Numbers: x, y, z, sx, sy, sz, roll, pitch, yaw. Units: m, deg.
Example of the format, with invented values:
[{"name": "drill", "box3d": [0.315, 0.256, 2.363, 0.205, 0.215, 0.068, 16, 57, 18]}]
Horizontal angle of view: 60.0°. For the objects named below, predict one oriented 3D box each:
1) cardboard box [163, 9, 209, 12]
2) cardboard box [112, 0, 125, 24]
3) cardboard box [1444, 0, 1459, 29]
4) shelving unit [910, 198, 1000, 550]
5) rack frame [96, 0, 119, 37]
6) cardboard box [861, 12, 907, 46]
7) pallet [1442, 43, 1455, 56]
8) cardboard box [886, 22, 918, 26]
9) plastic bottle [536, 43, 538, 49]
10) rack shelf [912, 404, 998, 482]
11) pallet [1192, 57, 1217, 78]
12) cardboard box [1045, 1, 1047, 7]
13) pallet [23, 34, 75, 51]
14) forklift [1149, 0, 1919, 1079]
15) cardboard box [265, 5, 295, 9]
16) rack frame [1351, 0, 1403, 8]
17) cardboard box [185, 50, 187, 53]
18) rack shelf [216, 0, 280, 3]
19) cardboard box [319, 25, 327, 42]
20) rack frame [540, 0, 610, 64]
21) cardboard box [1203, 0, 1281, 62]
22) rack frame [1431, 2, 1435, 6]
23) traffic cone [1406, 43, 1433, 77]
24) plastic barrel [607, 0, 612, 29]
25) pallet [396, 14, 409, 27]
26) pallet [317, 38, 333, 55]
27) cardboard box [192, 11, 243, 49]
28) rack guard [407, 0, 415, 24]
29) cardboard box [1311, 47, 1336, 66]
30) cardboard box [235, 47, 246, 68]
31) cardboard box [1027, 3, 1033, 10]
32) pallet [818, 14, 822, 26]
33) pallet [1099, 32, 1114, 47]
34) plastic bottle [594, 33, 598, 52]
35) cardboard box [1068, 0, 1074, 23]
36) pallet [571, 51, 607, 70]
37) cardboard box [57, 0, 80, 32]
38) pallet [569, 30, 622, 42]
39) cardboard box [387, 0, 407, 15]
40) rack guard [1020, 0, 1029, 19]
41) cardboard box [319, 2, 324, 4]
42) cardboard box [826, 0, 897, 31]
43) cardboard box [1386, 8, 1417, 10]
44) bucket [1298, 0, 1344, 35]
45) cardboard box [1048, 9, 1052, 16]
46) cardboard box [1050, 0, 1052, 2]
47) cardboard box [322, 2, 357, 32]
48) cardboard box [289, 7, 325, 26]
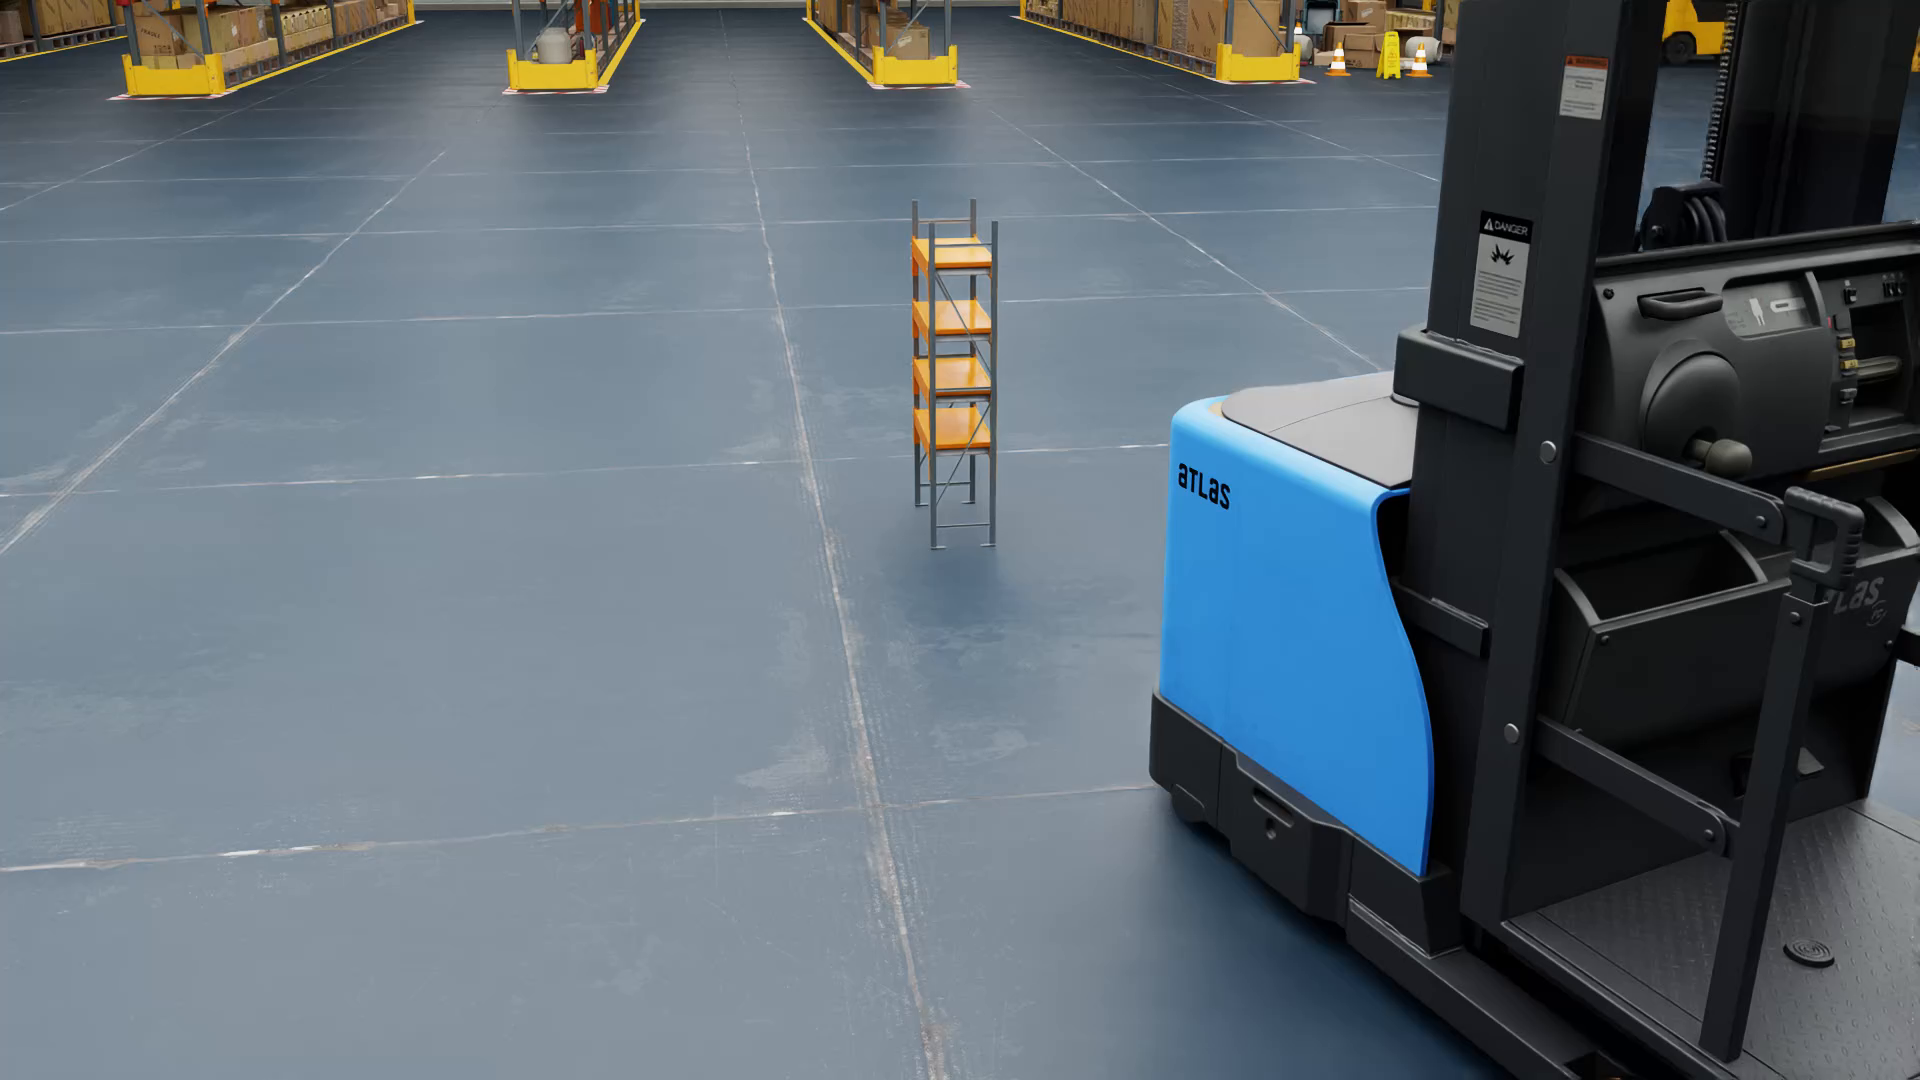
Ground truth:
[{"name": "cardboard box", "box3d": [-11.030, -7.316, 23.774, 0.500, 0.500, 0.500, -3, 21, -8]}, {"name": "cardboard box", "box3d": [-17.066, -10.560, 33.175, 0.700, 0.500, 0.500, -3, 21, -7]}, {"name": "cardboard box", "box3d": [8.423, -8.792, 27.726, 0.500, 0.500, 0.500, -2, 21, -5]}, {"name": "shelving unit", "box3d": [-0.024, -0.619, 6.160, 0.258, 1.200, 0.503, -3, 21, -8]}, {"name": "rack frame", "box3d": [-17.060, -11.270, 32.104, 1.000, 3.000, 0.127, -3, 21, -8]}, {"name": "cardboard box", "box3d": [-1.269, -8.498, 27.627, 0.700, 0.500, 0.500, -5, 21, -12]}, {"name": "pallet", "box3d": [8.737, -8.212, 27.903, 1.003, 0.211, 1.213, -3, 21, -8]}, {"name": "cardboard box", "box3d": [-0.890, -7.531, 25.064, 0.500, 0.500, 0.500, -1, 21, -3]}, {"name": "plastic bottle", "box3d": [-6.234, -7.248, 24.598, 0.152, 0.276, 0.135, -3, 21, -7]}, {"name": "rack shelf", "box3d": [-0.024, -0.370, 6.253, 0.258, 0.148, 0.480, -3, 21, -8]}, {"name": "pallet", "box3d": [4.105, -7.047, 24.781, 1.003, 0.211, 1.213, -3, 21, -8]}, {"name": "cardboard box", "box3d": [2.087, -11.786, 36.535, 0.380, 0.149, 0.250, -4, 21, -10]}, {"name": "pallet", "box3d": [-16.522, -8.856, 29.625, 1.003, 0.211, 1.213, -3, 21, -8]}, {"name": "forklift", "box3d": [1.616, -0.321, 2.886, 1.130, 2.935, 3.031, -10, 23, -25]}, {"name": "cardboard box", "box3d": [-11.797, -9.112, 28.853, 0.500, 0.311, 0.500, -2, 21, -6]}, {"name": "rack frame", "box3d": [8.028, -11.134, 31.741, 1.000, 3.000, 0.127, -3, 21, -8]}, {"name": "cardboard box", "box3d": [-10.882, -6.618, 22.979, 0.500, 0.250, 0.500, -3, 21, -8]}, {"name": "rack shelf", "box3d": [-11.293, -9.107, 27.340, 1.077, 0.370, 4.000, -3, 21, -8]}, {"name": "cardboard box", "box3d": [-11.187, -8.697, 28.544, 0.500, 0.250, 0.500, -3, 21, -8]}, {"name": "rack frame", "box3d": [-6.103, -9.000, 26.026, 1.000, 3.000, 0.127, -3, 21, -8]}, {"name": "cardboard box", "box3d": [4.135, -7.513, 24.480, 0.875, 0.875, 0.875, -3, 21, -7]}, {"name": "rack frame", "box3d": [11.786, -14.156, 39.831, 1.000, 3.000, 0.127, -3, 21, -8]}, {"name": "traffic cone", "box3d": [6.794, -7.086, 24.528, 0.336, 0.463, 0.334, -3, 21, -8]}, {"name": "plastic barrel", "box3d": [-6.930, -10.011, 31.580, 0.600, 0.588, 0.708, -3, 21, -8]}, {"name": "pallet", "box3d": [-12.608, -11.297, 36.163, 1.003, 0.211, 1.213, -3, 21, -8]}, {"name": "pallet", "box3d": [-11.502, -8.543, 28.788, 1.003, 0.211, 1.213, -3, 21, -8]}, {"name": "cardboard box", "box3d": [-10.444, -7.169, 23.381, 0.500, 0.500, 0.500, -3, 21, -8]}, {"name": "rack guard", "box3d": [-12.724, -11.709, 36.851, 1.175, 0.500, 0.348, -3, 21, -8]}, {"name": "cardboard box", "box3d": [5.791, -7.682, 26.404, 0.396, 0.266, 0.258, 1, 20, 2]}, {"name": "cardboard box", "box3d": [-10.433, -6.818, 23.513, 0.500, 0.250, 0.500, -3, 21, -8]}, {"name": "cardboard box", "box3d": [1.750, -12.283, 38.291, 0.380, 0.149, 0.250, -2, 21, -7]}, {"name": "pallet", "box3d": [-2.566, -11.404, 36.447, 1.003, 0.211, 1.213, -3, 21, -8]}, {"name": "pallet", "box3d": [3.184, -9.267, 30.725, 1.003, 0.211, 1.213, -3, 21, -8]}, {"name": "plastic bottle", "box3d": [-5.707, -7.784, 26.022, 0.061, 0.283, 0.133, -2, 21, -5]}, {"name": "cardboard box", "box3d": [2.490, -10.808, 33.839, 0.500, 0.500, 0.500, -2, 21, -5]}, {"name": "pallet", "box3d": [-6.047, -7.459, 25.885, 1.003, 0.211, 1.213, -3, 21, -8]}, {"name": "cardboard box", "box3d": [-16.579, -9.640, 30.211, 0.750, 0.750, 0.750, -3, 21, -8]}, {"name": "pallet", "box3d": [-6.834, -9.349, 30.947, 1.003, 0.211, 1.213, -3, 21, -8]}, {"name": "cardboard box", "box3d": [-12.413, -11.765, 36.374, 0.500, 0.500, 0.500, -3, 21, -8]}, {"name": "rack guard", "box3d": [2.002, -12.422, 38.762, 1.175, 0.500, 0.348, -3, 21, -8]}, {"name": "cardboard box", "box3d": [-12.023, -9.663, 30.744, 0.500, 0.500, 0.500, -4, 21, -10]}, {"name": "cardboard box", "box3d": [-1.857, -10.076, 31.343, 1.225, 0.875, 0.875, -4, 21, -10]}, {"name": "cardboard box", "box3d": [8.100, -9.904, 31.602, 0.950, 0.372, 0.625, -4, 21, -11]}, {"name": "bucket", "box3d": [6.022, -8.713, 27.763, 0.726, 0.611, 0.620, 4, 11, 11]}, {"name": "cardboard box", "box3d": [2.118, -11.397, 35.918, 0.380, 0.149, 0.250, -4, 21, -10]}, {"name": "cardboard box", "box3d": [2.140, -11.657, 35.764, 0.380, 0.149, 0.250, -3, 21, -8]}, {"name": "cardboard box", "box3d": [-11.513, -9.698, 30.839, 0.500, 0.500, 0.500, -3, 21, -8]}, {"name": "cardboard box", "box3d": [-11.181, -8.959, 28.444, 0.500, 0.311, 0.500, -3, 21, -9]}]
